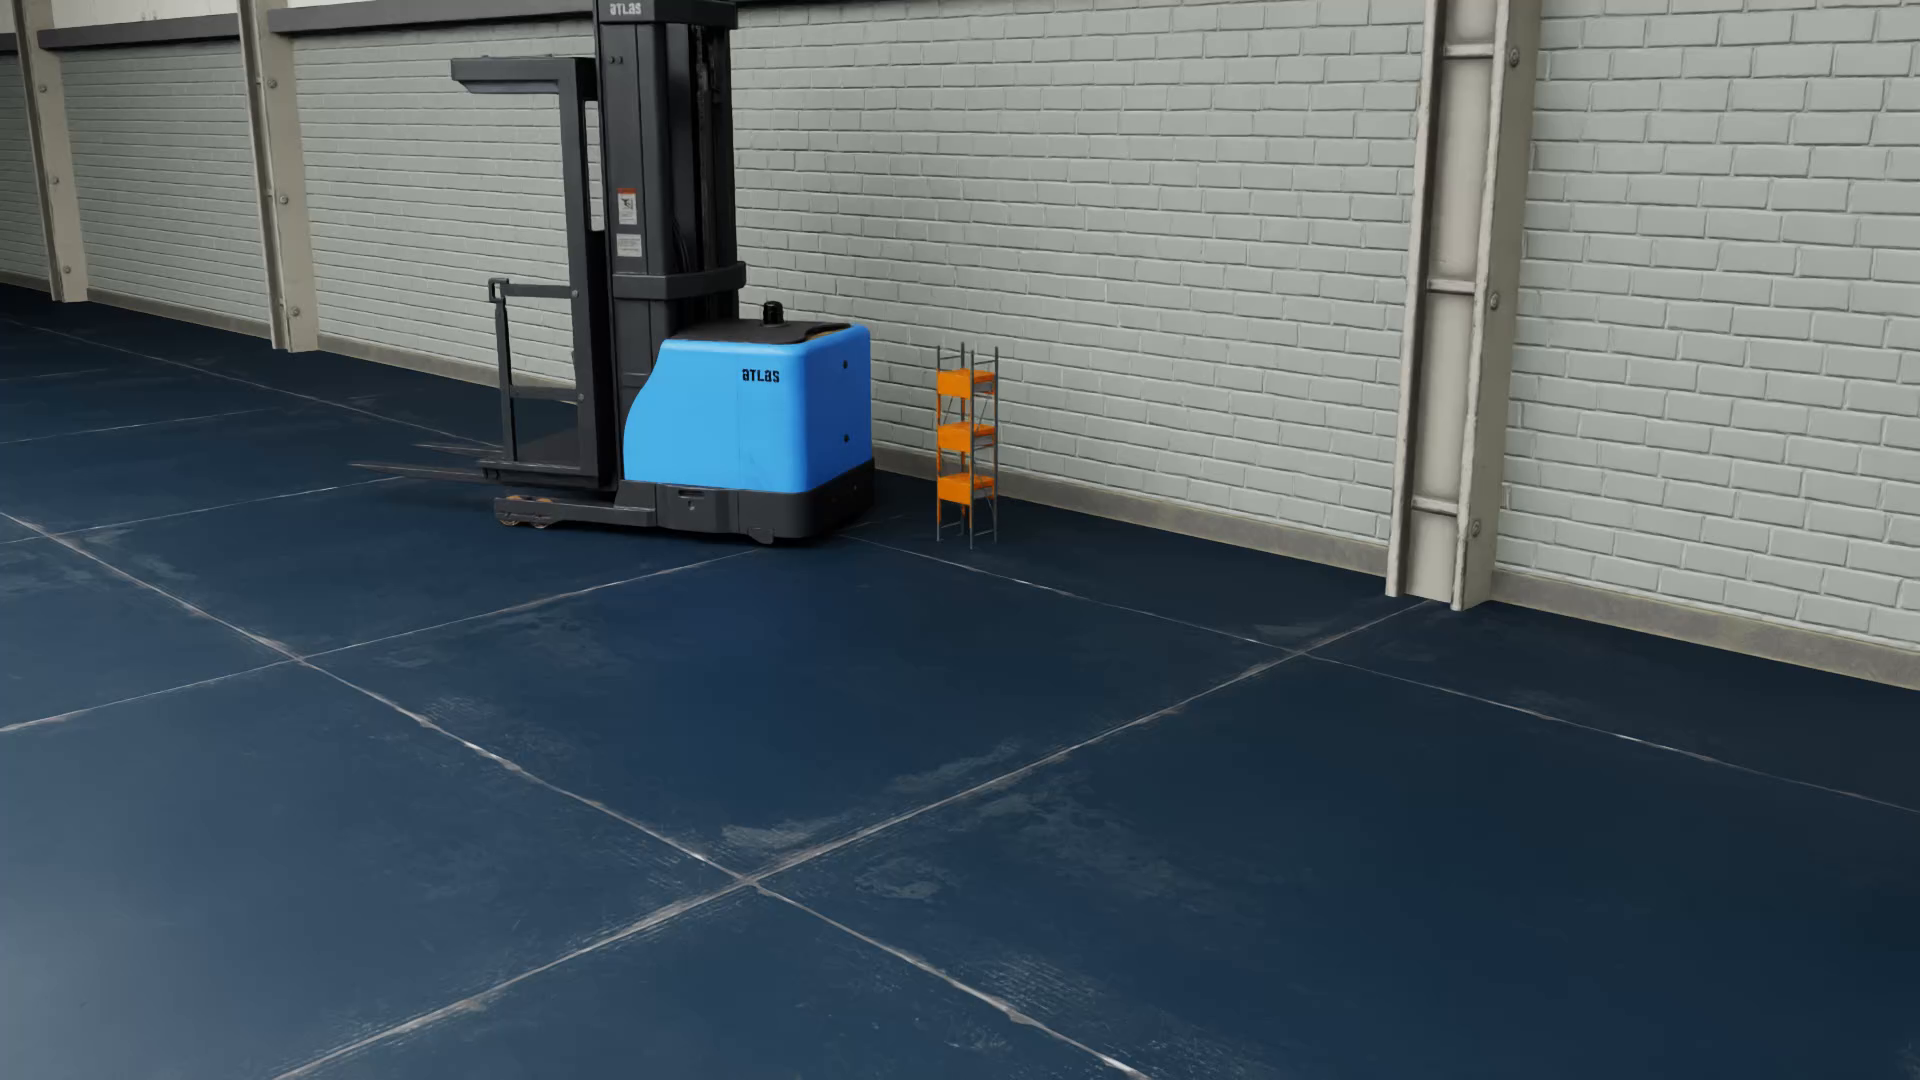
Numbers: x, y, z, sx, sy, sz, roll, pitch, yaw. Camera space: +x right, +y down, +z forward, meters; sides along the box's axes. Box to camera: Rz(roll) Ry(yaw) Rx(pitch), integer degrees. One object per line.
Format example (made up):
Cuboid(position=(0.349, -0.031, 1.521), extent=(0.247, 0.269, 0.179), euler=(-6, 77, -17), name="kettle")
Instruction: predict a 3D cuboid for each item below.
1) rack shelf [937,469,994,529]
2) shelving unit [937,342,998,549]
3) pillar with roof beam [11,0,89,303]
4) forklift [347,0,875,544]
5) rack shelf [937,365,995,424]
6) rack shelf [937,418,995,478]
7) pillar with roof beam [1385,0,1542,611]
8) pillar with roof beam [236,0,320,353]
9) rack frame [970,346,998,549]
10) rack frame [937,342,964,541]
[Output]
Cuboid(position=(0.039, -0.219, 8.837), extent=(0.240, 0.259, 0.215), euler=(14, 20, 42), name="rack shelf")
Cuboid(position=(0.039, -0.499, 8.764), extent=(0.252, 1.050, 0.215), euler=(14, 20, 42), name="shelving unit")
Cuboid(position=(-13.672, -6.456, 15.862), extent=(0.400, 9.000, 9.100), euler=(14, 20, 42), name="pillar with roof beam")
Cuboid(position=(-2.061, -1.601, 9.263), extent=(3.031, 2.935, 1.130), euler=(5, 15, 19), name="forklift")
Cuboid(position=(0.039, -0.763, 8.695), extent=(0.240, 0.259, 0.215), euler=(14, 20, 42), name="rack shelf")
Cuboid(position=(0.039, -0.488, 8.766), extent=(0.240, 0.259, 0.215), euler=(14, 20, 42), name="rack shelf")
Cuboid(position=(-0.714, -3.306, 3.772), extent=(0.400, 9.000, 9.100), euler=(14, 20, 42), name="pillar with roof beam")
Cuboid(position=(-9.353, -5.406, 11.832), extent=(0.400, 9.000, 9.100), euler=(14, 20, 42), name="pillar with roof beam")
Cuboid(position=(0.126, -0.477, 8.682), extent=(0.008, 1.050, 0.200), euler=(14, 20, 42), name="rack frame")
Cuboid(position=(-0.049, -0.520, 8.846), extent=(0.008, 1.050, 0.200), euler=(14, 20, 42), name="rack frame")
